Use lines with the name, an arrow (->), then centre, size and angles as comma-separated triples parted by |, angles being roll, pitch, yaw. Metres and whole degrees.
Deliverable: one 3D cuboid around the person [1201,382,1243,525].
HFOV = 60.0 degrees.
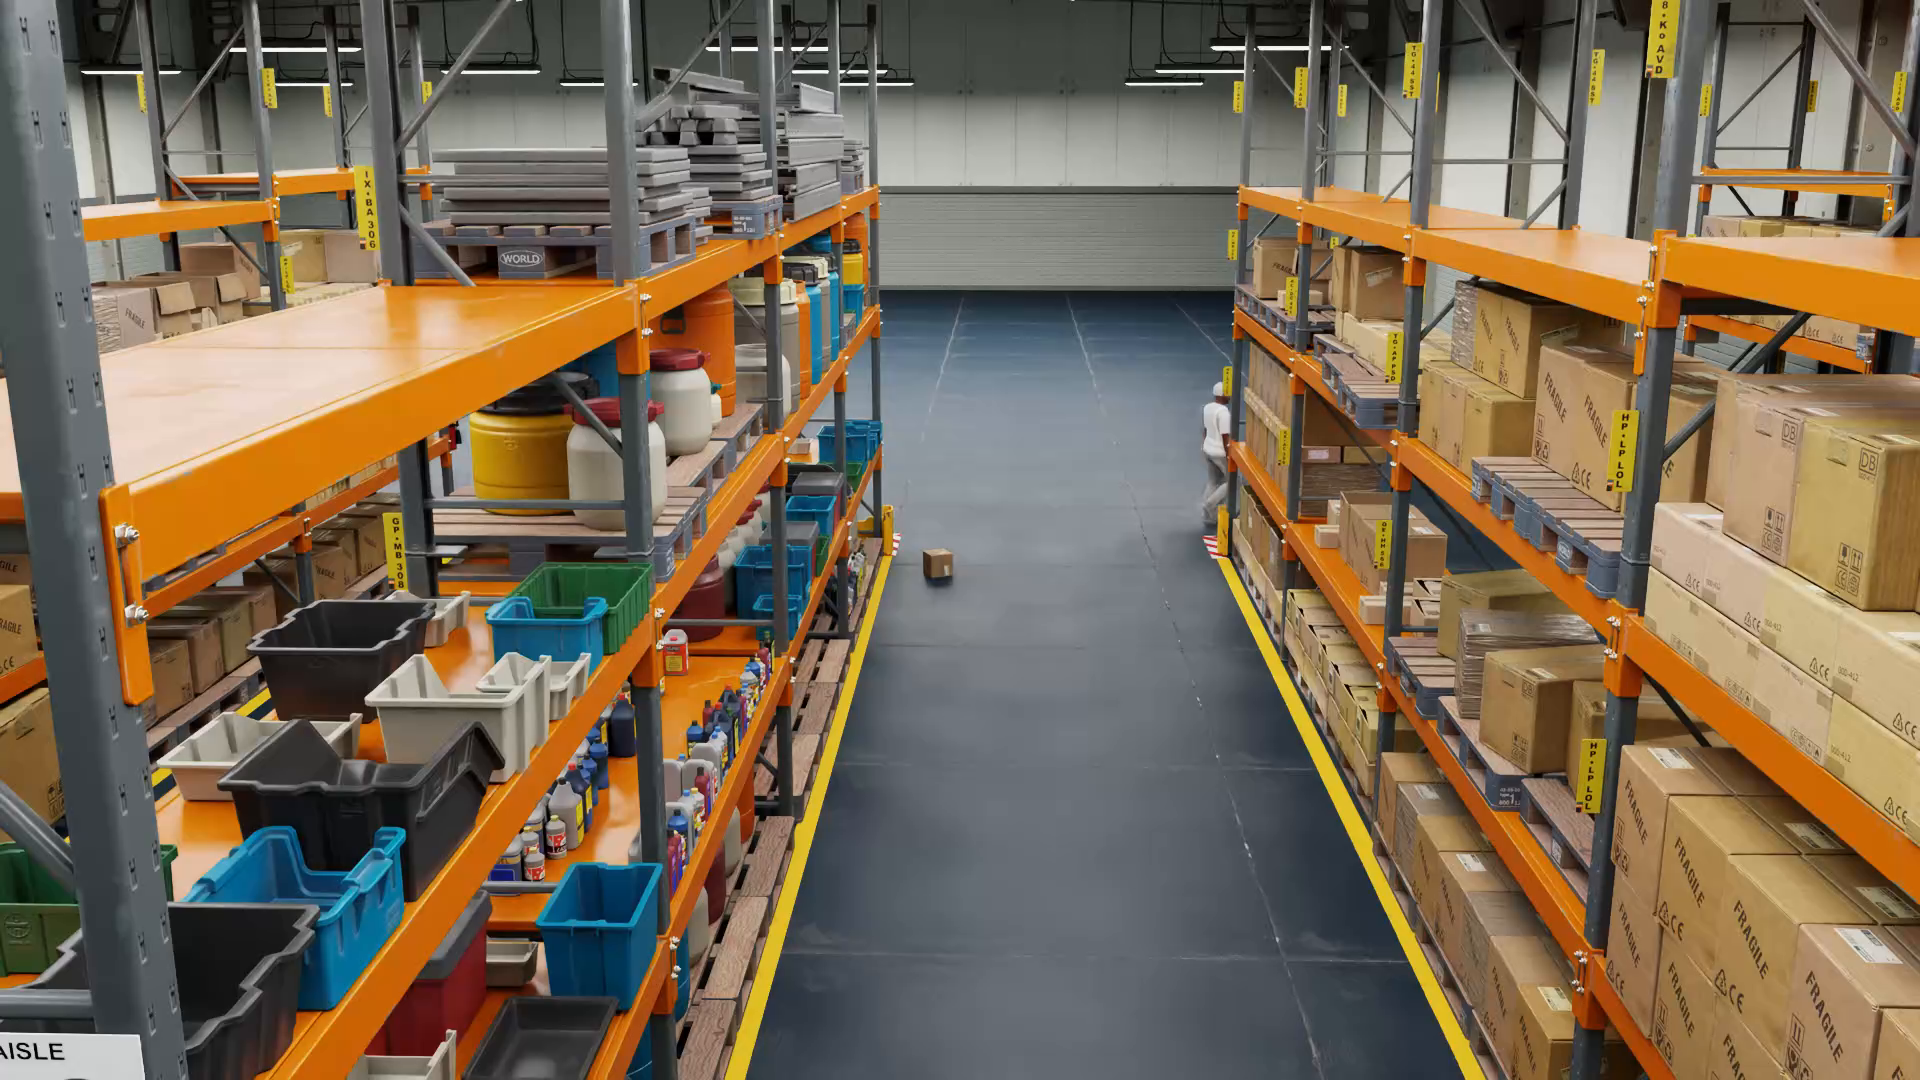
person -> 3.150, -1.048, 20.121 | 0.501, 1.756, 0.610 | -5, 15, -19
